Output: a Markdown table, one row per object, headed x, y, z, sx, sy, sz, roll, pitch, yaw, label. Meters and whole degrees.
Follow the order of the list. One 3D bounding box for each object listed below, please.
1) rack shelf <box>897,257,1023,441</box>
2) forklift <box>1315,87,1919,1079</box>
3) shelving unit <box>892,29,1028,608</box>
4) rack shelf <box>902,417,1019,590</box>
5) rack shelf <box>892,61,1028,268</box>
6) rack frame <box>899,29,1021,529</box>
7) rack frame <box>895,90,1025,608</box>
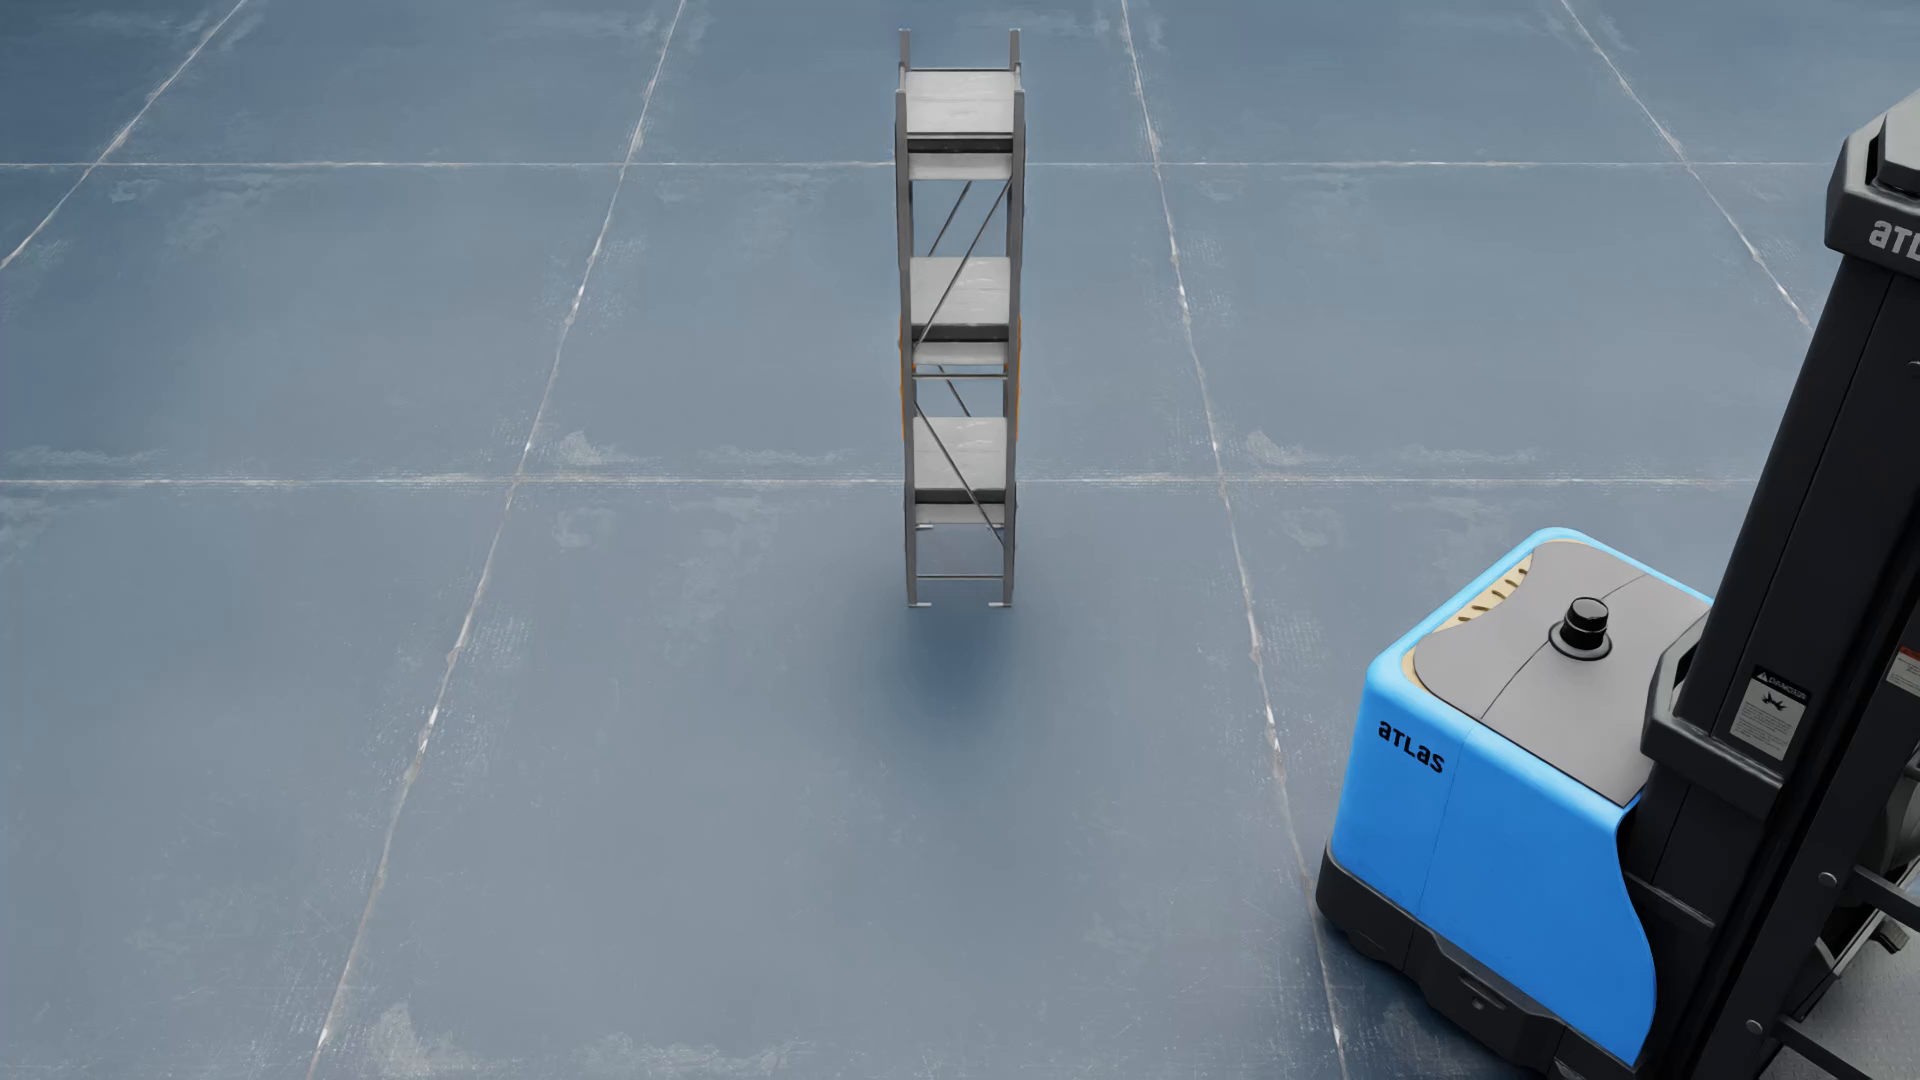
| x | y | z | sx | sy | sz | roll | pitch | yaw | label |
| --- | --- | --- | --- | --- | --- | --- | --- | --- | --- |
| 0.000 | -0.705 | 5.973 | 0.431 | 0.518 | 0.480 | 0 | 39 | 0 | rack shelf |
| 2.494 | 0.506 | 3.775 | 1.130 | 2.935 | 3.031 | -31 | 48 | -32 | forklift |
| 0.000 | -0.716 | 5.964 | 0.431 | 2.100 | 0.503 | 0 | 39 | 0 | shelving unit |
| 0.000 | -0.159 | 6.410 | 0.431 | 0.518 | 0.480 | 0 | 39 | 0 | rack shelf |
| 0.000 | -1.251 | 5.535 | 0.431 | 0.518 | 0.480 | 0 | 39 | 0 | rack shelf |
| 0.000 | -0.868 | 6.155 | 0.400 | 2.100 | 0.015 | 0 | 39 | 0 | rack frame |
| 0.000 | -0.563 | 5.774 | 0.400 | 2.100 | 0.015 | 0 | 39 | 0 | rack frame |
